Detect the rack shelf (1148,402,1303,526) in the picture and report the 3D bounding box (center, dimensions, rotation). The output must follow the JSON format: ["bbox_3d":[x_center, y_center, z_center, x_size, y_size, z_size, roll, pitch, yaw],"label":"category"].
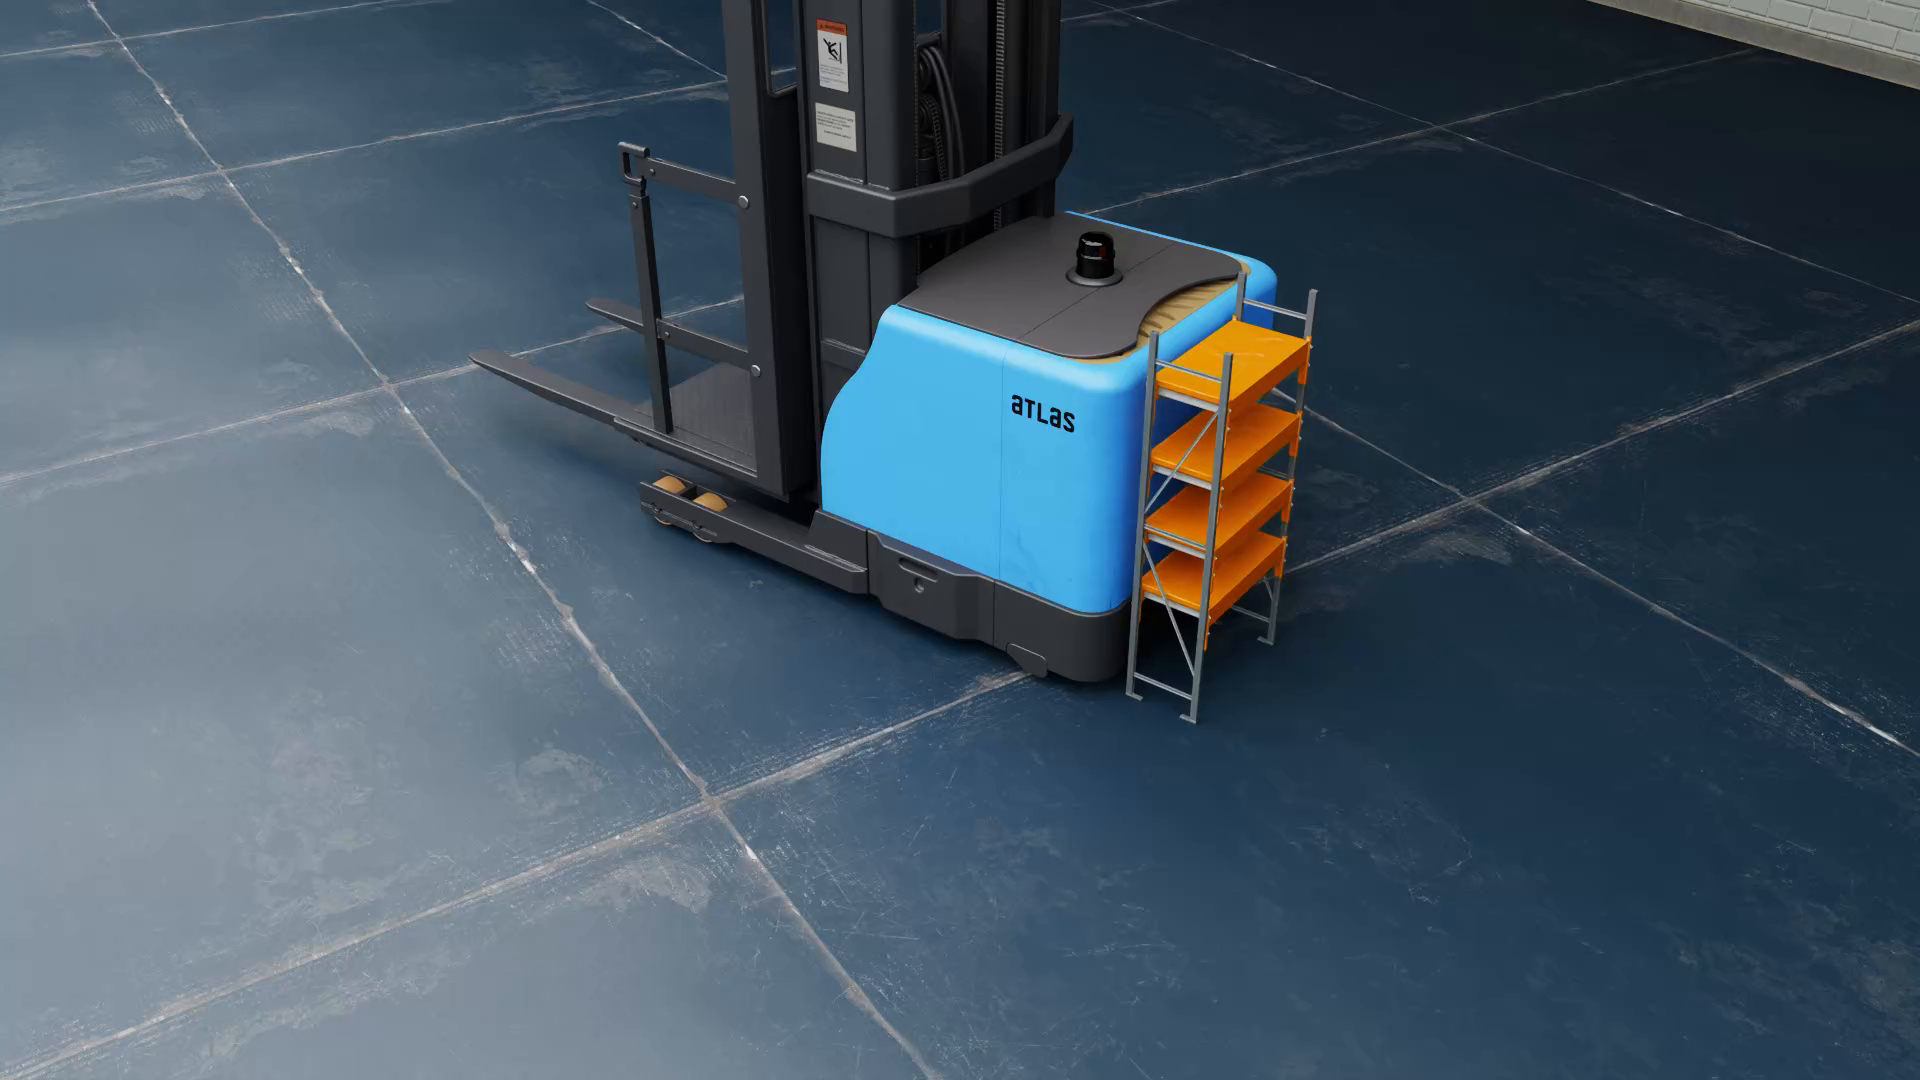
[{"bbox_3d":[0.744,-0.243,4.717,0.258,0.148,0.480,21,38,30],"label":"rack shelf"}]

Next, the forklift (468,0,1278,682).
[{"bbox_3d":[-0.501,-1.436,5.280,3.031,2.935,1.130,21,38,30],"label":"forklift"}]

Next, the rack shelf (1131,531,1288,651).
[{"bbox_3d":[0.744,0.114,4.943,0.258,0.148,0.480,21,38,30],"label":"rack shelf"}]

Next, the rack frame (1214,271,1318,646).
[{"bbox_3d":[0.889,-0.215,4.967,0.240,1.200,0.015,21,38,30],"label":"rack frame"}]

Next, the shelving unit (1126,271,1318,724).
[{"bbox_3d":[0.744,-0.111,4.801,0.258,1.200,0.503,21,38,30],"label":"shelving unit"}]

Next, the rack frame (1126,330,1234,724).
[{"bbox_3d":[0.600,-0.006,4.635,0.240,1.200,0.015,21,38,30],"label":"rack frame"}]

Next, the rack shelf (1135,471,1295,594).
[{"bbox_3d":[0.744,-0.054,4.837,0.258,0.148,0.480,21,38,30],"label":"rack shelf"}]

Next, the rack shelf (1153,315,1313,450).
[{"bbox_3d":[0.744,-0.443,4.591,0.258,0.148,0.480,21,38,30],"label":"rack shelf"}]
